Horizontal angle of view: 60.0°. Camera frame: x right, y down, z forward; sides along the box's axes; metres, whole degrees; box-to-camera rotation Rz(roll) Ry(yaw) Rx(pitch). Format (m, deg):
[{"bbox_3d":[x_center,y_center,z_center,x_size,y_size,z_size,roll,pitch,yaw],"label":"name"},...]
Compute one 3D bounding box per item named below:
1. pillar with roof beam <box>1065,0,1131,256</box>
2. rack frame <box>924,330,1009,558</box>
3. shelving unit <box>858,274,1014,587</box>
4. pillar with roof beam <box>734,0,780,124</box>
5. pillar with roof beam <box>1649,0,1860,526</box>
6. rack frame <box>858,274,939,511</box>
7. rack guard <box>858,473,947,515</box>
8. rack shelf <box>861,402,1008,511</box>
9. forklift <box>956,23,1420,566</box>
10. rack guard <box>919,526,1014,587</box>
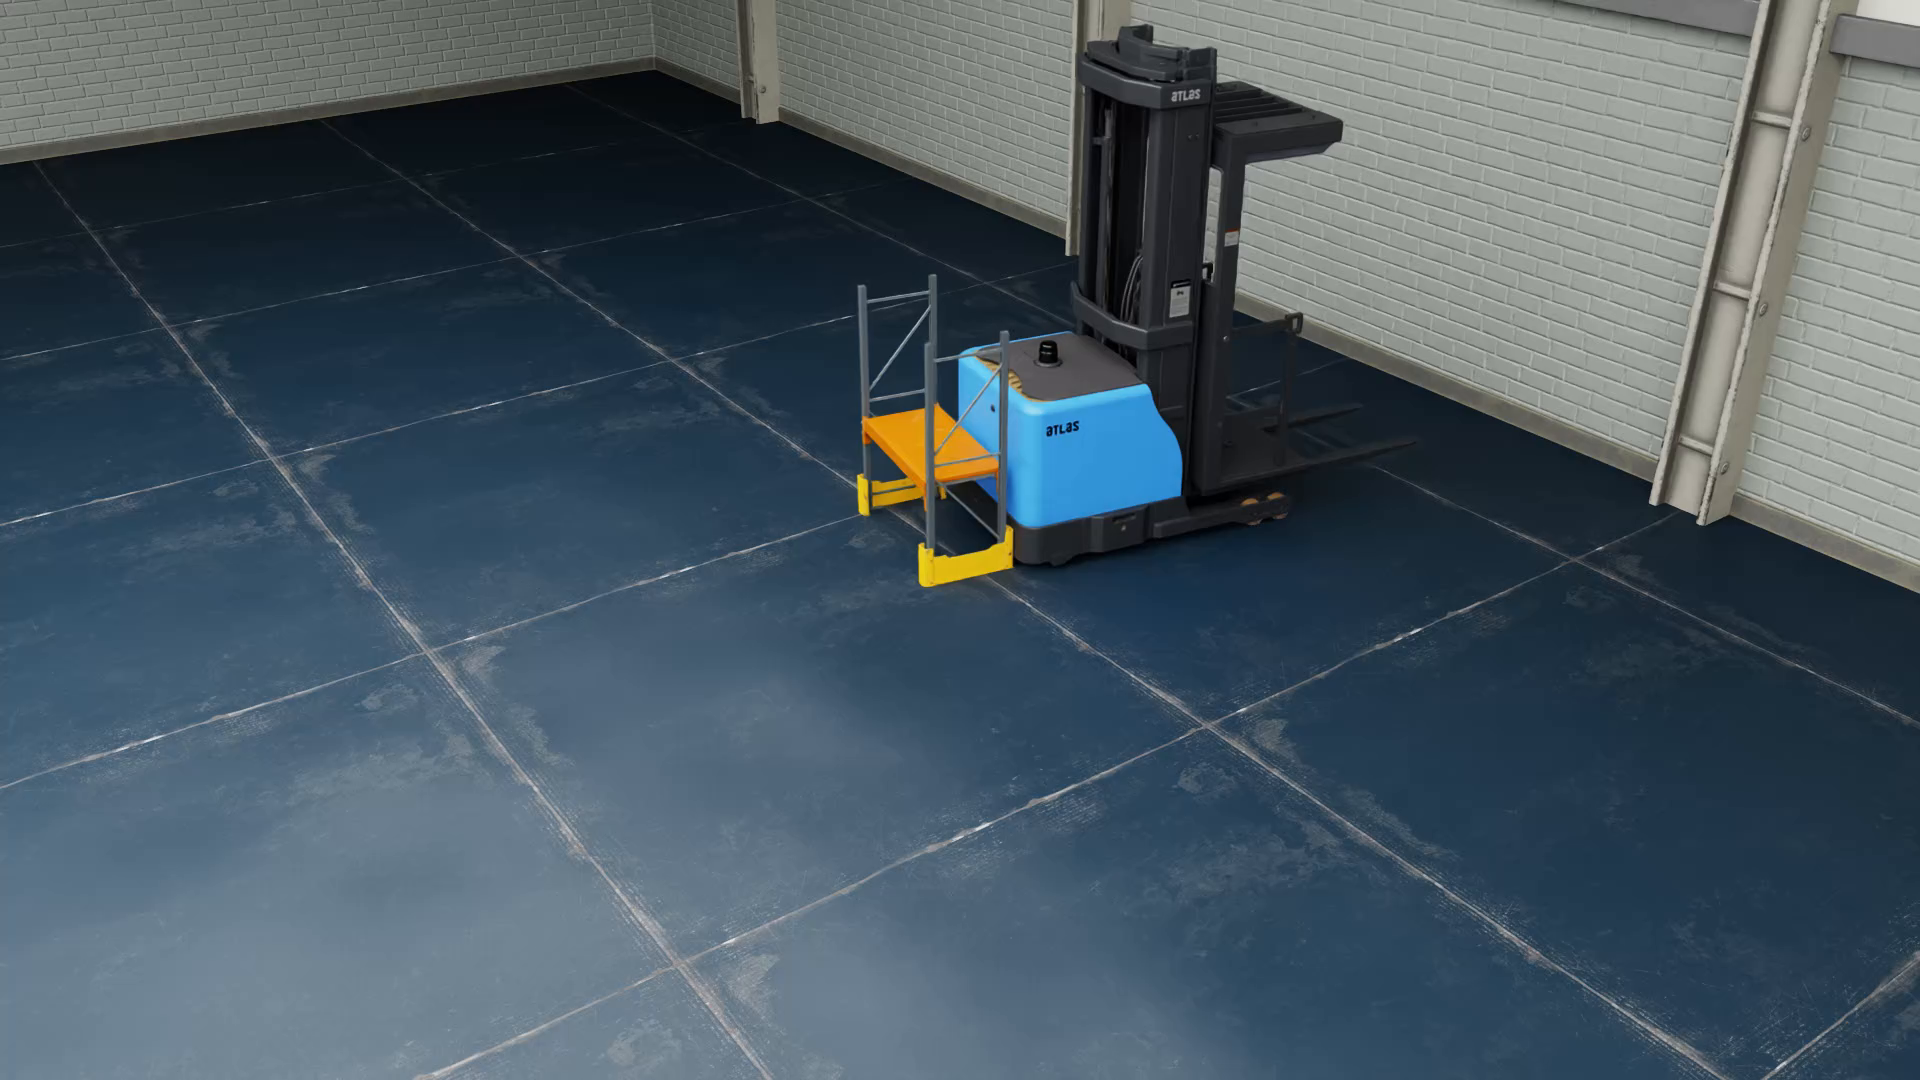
[{"bbox_3d":[-2.321,-5.302,10.584,9.100,9.000,0.400,-19,34,-31],"label":"pillar with roof beam"},{"bbox_3d":[0.039,-0.453,9.513,0.500,1.500,0.032,-12,31,-21],"label":"rack frame"},{"bbox_3d":[-0.164,-0.671,9.914,0.587,1.500,1.083,-12,31,-21],"label":"shelving unit"},{"bbox_3d":[-5.802,-7.635,14.878,9.100,9.000,0.400,-19,34,-31],"label":"pillar with roof beam"},{"bbox_3d":[1.159,-2.969,6.289,9.100,9.000,0.400,-19,34,-31],"label":"pillar with roof beam"},{"bbox_3d":[-0.374,-0.897,10.330,0.500,1.500,0.032,-12,31,-21],"label":"rack frame"},{"bbox_3d":[-0.366,-0.339,10.612,0.587,0.250,0.087,-12,31,-21],"label":"rack guard"},{"bbox_3d":[-0.168,-0.517,10.007,0.538,0.185,1.000,-12,31,-21],"label":"rack shelf"},{"bbox_3d":[1.535,-1.595,10.115,3.031,2.935,1.130,-13,31,-22],"label":"forklift"},{"bbox_3d":[0.038,0.095,9.812,0.587,0.250,0.087,-12,31,-21],"label":"rack guard"}]
